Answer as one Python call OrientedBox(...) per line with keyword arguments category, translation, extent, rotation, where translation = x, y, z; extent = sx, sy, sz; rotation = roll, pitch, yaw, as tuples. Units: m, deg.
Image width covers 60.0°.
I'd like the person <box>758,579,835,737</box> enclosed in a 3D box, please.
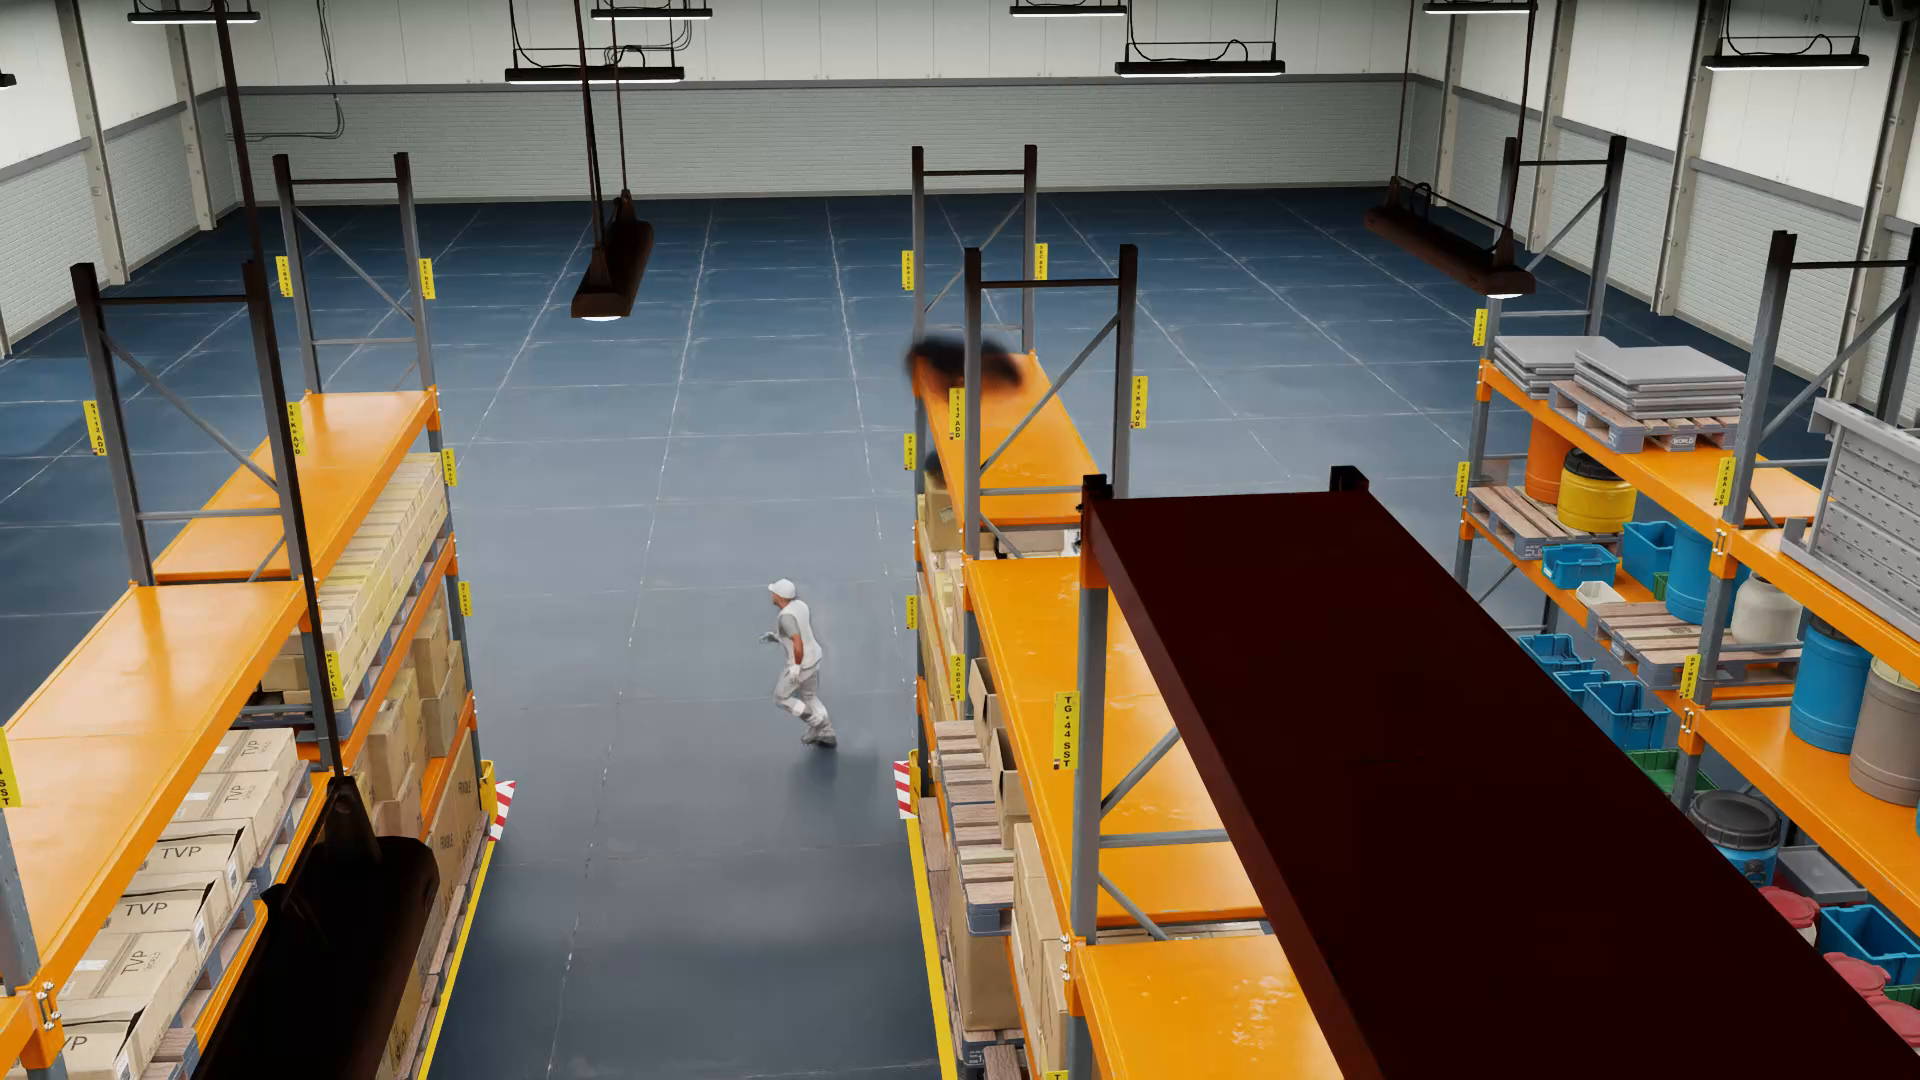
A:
OrientedBox(category="person", translation=(-1.635, 1.173, 16.333), extent=(0.800, 1.629, 0.684), rotation=(7, 23, 18))
